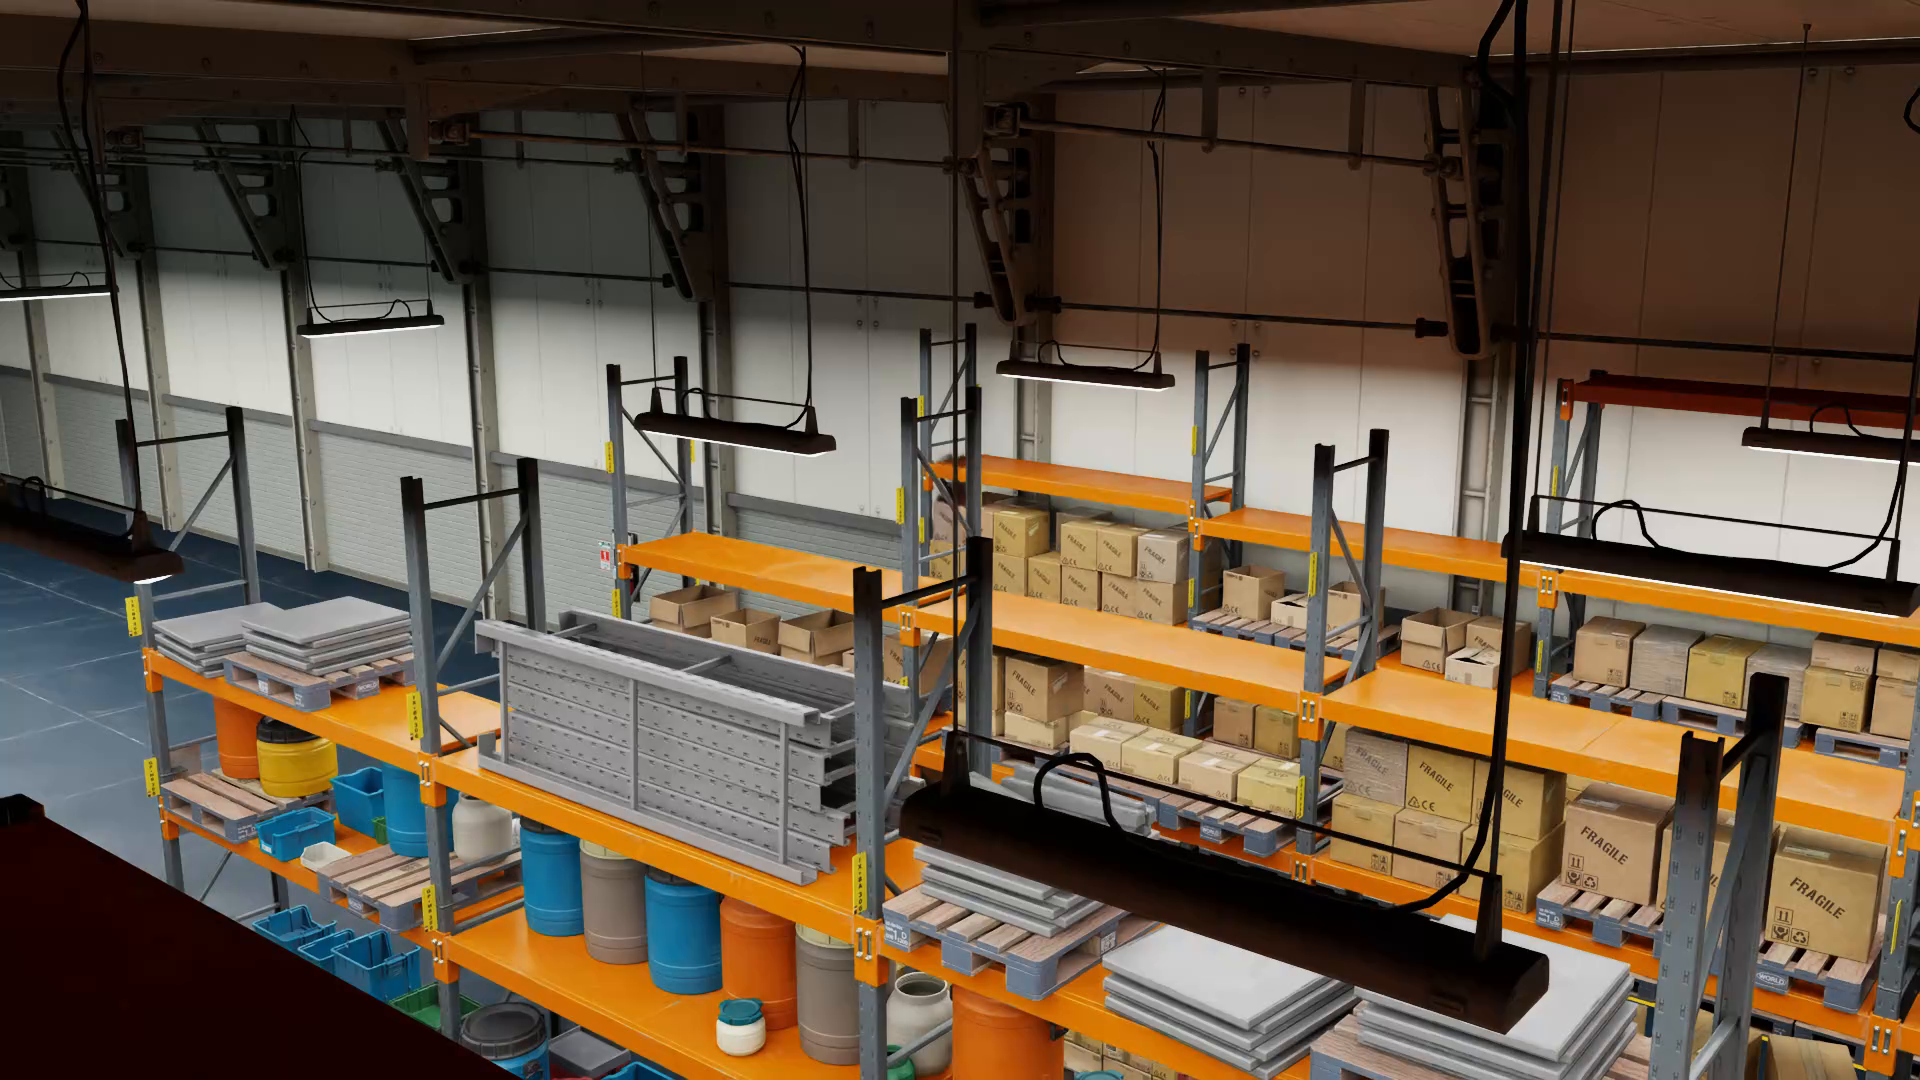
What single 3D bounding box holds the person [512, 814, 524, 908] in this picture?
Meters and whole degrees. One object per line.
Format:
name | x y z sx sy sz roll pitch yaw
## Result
person | -4.462 3.420 17.415 0.483 1.621 0.854 -11 17 -40
